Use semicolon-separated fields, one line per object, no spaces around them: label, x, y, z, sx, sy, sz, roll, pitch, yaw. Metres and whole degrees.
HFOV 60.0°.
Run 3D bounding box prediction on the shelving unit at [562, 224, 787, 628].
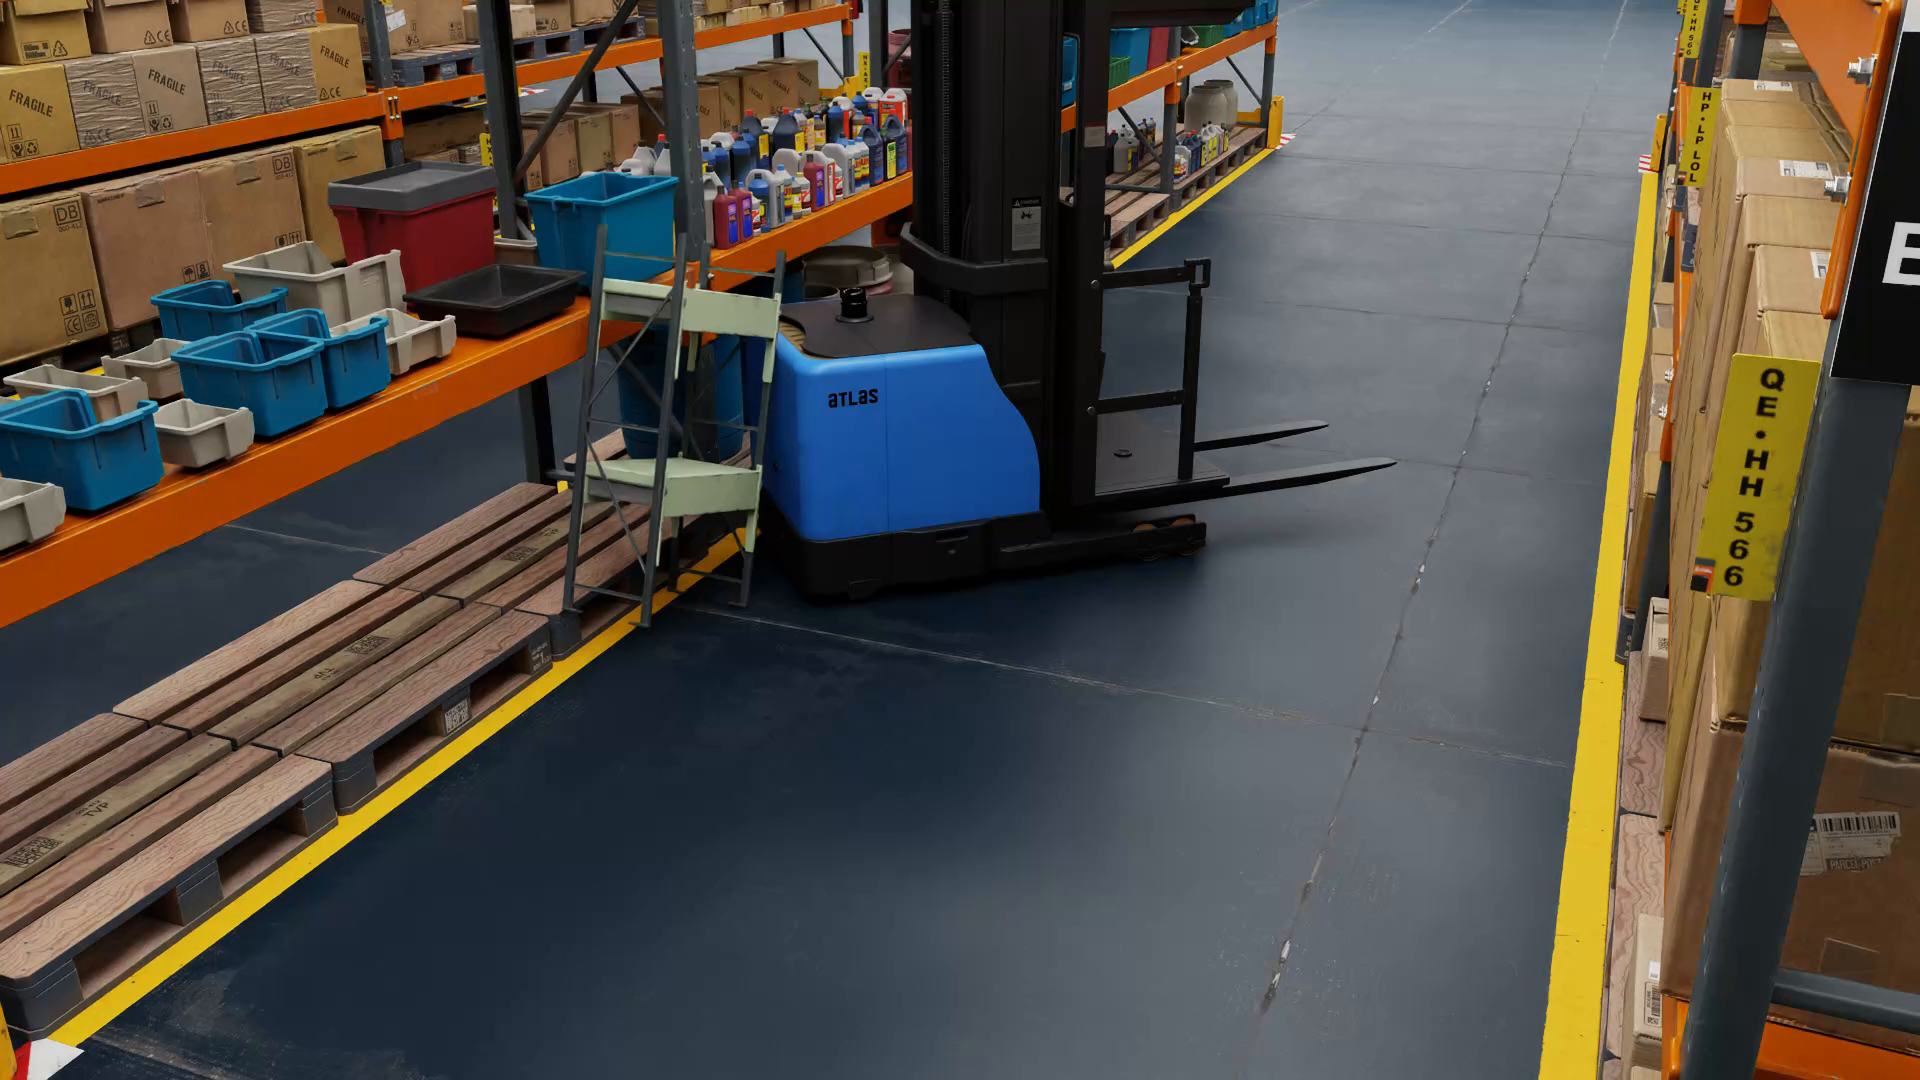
shelving unit;-1.138;-0.460;6.693;0.431;1.500;0.755;10;8;23

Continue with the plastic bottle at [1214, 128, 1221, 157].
plastic bottle;2.423;-3.836;16.005;0.152;0.276;0.135;8;24;19

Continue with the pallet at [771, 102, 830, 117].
pallet;-2.093;-4.855;19.100;1.003;0.211;1.213;9;24;20

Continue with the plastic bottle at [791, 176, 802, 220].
plastic bottle;-0.823;-1.674;8.124;0.097;0.201;0.097;0;23;0

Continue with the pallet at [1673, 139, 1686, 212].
pallet;4.308;-1.831;8.491;1.213;0.211;1.003;9;24;20

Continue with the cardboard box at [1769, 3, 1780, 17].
cardboard box;6.260;-4.018;12.505;0.380;0.149;0.250;9;24;20

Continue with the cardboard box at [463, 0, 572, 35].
cardboard box;-3.774;-4.631;14.267;0.797;0.503;0.637;11;25;25

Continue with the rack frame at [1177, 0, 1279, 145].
rack frame;2.868;-5.746;17.614;1.000;3.000;0.127;9;24;20

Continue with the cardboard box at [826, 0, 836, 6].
cardboard box;-1.644;-6.207;19.045;0.380;0.149;0.250;9;24;20

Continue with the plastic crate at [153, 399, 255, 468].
plastic crate;-2.229;-0.313;4.872;0.250;0.136;0.298;9;24;20

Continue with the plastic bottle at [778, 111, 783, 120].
plastic bottle;-1.036;-2.313;9.548;0.061;0.283;0.133;9;24;20

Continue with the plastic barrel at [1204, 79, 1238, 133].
plastic barrel;2.695;-4.545;17.422;0.421;0.512;0.421;0;23;0

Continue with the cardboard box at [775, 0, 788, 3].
cardboard box;-2.260;-6.076;17.890;0.875;0.500;0.500;9;24;20

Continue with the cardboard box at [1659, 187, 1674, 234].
cardboard box;5.213;-2.312;11.687;0.500;0.311;0.500;8;24;18

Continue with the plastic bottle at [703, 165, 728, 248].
plastic bottle;-1.142;-1.523;7.568;0.144;0.351;0.185;9;24;20

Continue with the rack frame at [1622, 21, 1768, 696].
rack frame;3.009;-0.741;5.632;1.000;3.000;0.127;9;24;20

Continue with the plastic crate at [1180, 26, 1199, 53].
plastic crate;1.695;-4.455;14.604;0.767;0.338;0.504;9;24;20

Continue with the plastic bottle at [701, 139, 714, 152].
plastic bottle;-1.370;-1.941;8.666;0.152;0.276;0.135;9;24;20

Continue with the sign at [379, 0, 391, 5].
sign;-4.185;-4.048;12.047;0.100;0.325;0.005;9;24;20

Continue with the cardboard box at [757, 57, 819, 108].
cardboard box;-1.978;-5.274;19.183;0.500;0.500;0.500;14;26;30

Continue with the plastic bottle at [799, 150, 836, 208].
plastic bottle;-0.719;-1.837;8.416;0.152;0.276;0.135;9;24;20

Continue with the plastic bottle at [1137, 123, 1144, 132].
plastic bottle;1.741;-3.927;16.229;0.097;0.271;0.097;0;23;0

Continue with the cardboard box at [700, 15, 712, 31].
cardboard box;-2.685;-5.122;16.447;0.380;0.149;0.250;9;24;20

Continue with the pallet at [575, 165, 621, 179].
pallet;-3.504;-3.458;15.754;1.003;0.211;1.213;9;24;20

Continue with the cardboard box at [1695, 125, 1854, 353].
cardboard box;2.190;-0.752;4.230;0.500;0.500;0.500;8;24;18

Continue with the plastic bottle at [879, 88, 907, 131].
plastic bottle;-0.423;-2.695;10.472;0.152;0.276;0.135;9;24;20

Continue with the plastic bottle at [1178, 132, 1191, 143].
plastic bottle;2.149;-3.722;15.731;0.152;0.276;0.135;9;24;20

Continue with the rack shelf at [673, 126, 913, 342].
rack shelf;-0.846;-1.835;9.185;1.077;0.370;4.000;9;24;20

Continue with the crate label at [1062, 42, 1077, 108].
crate label;0.517;-3.216;11.512;0.502;0.435;0.616;9;24;20

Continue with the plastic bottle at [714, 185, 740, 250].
plastic bottle;-1.057;-1.468;7.524;0.061;0.283;0.133;9;24;20

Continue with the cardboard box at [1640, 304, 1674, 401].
cardboard box;3.871;-0.912;8.714;0.500;0.500;0.500;8;24;18

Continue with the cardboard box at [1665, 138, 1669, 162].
cardboard box;6.878;-3.621;15.549;0.500;0.250;0.500;9;24;20

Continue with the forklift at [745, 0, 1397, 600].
forklift;0.590;-1.438;7.390;3.031;2.935;1.130;-8;24;-19

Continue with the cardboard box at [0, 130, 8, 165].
cardboard box;-5.785;-2.336;9.320;0.500;0.500;0.500;9;24;20

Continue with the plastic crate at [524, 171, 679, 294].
plastic crate;-1.446;-1.256;6.808;0.392;0.384;0.575;9;24;20

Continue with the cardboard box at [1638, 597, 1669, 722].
cardboard box;2.652;0.416;5.780;0.500;0.311;0.500;9;24;20

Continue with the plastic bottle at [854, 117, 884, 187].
plastic bottle;-0.498;-2.080;8.903;0.144;0.351;0.185;9;24;20

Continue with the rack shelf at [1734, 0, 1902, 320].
rack shelf;2.266;-1.077;3.479;1.077;0.370;4.000;9;24;20

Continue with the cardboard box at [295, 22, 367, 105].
cardboard box;-4.655;-3.426;11.931;0.500;0.500;0.500;10;25;22

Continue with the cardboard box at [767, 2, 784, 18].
cardboard box;-2.104;-5.656;17.724;0.380;0.149;0.250;9;24;20

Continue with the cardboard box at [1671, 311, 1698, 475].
cardboard box;2.379;-0.460;4.830;0.500;0.500;0.500;9;24;21

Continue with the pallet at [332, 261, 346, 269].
pallet;-5.065;-2.034;12.345;1.003;0.211;1.213;9;24;20

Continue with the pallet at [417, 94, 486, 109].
pallet;-6.522;-5.617;20.924;1.003;0.211;1.213;9;24;20

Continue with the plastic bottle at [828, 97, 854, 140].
plastic bottle;-0.736;-2.551;10.128;0.152;0.276;0.135;9;24;20

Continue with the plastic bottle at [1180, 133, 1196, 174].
plastic bottle;2.068;-3.524;15.162;0.144;0.351;0.185;9;24;21

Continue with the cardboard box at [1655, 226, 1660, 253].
cardboard box;5.409;-2.237;12.237;0.500;0.250;0.500;9;24;21

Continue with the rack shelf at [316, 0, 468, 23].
rack shelf;-7.041;-6.153;19.523;1.077;0.370;4.000;9;24;20

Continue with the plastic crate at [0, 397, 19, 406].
plastic crate;-2.819;-0.345;4.950;0.396;0.136;0.243;9;24;20

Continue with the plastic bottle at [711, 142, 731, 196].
plastic bottle;-1.247;-1.928;8.640;0.097;0.271;0.097;0;23;0

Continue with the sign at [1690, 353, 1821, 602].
sign;1.015;-0.076;2.129;0.100;0.325;0.005;9;24;20

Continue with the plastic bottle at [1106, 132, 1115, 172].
plastic bottle;1.354;-3.567;15.263;0.144;0.351;0.185;8;24;19

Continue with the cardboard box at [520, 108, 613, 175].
cardboard box;-3.659;-3.688;15.361;0.700;0.500;0.500;9;24;20

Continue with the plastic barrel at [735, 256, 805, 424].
plastic barrel;-1.108;-1.123;8.723;0.600;0.901;0.708;9;24;20

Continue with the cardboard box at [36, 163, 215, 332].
cardboard box;-5.637;-1.926;10.680;1.225;0.875;0.875;8;24;18
